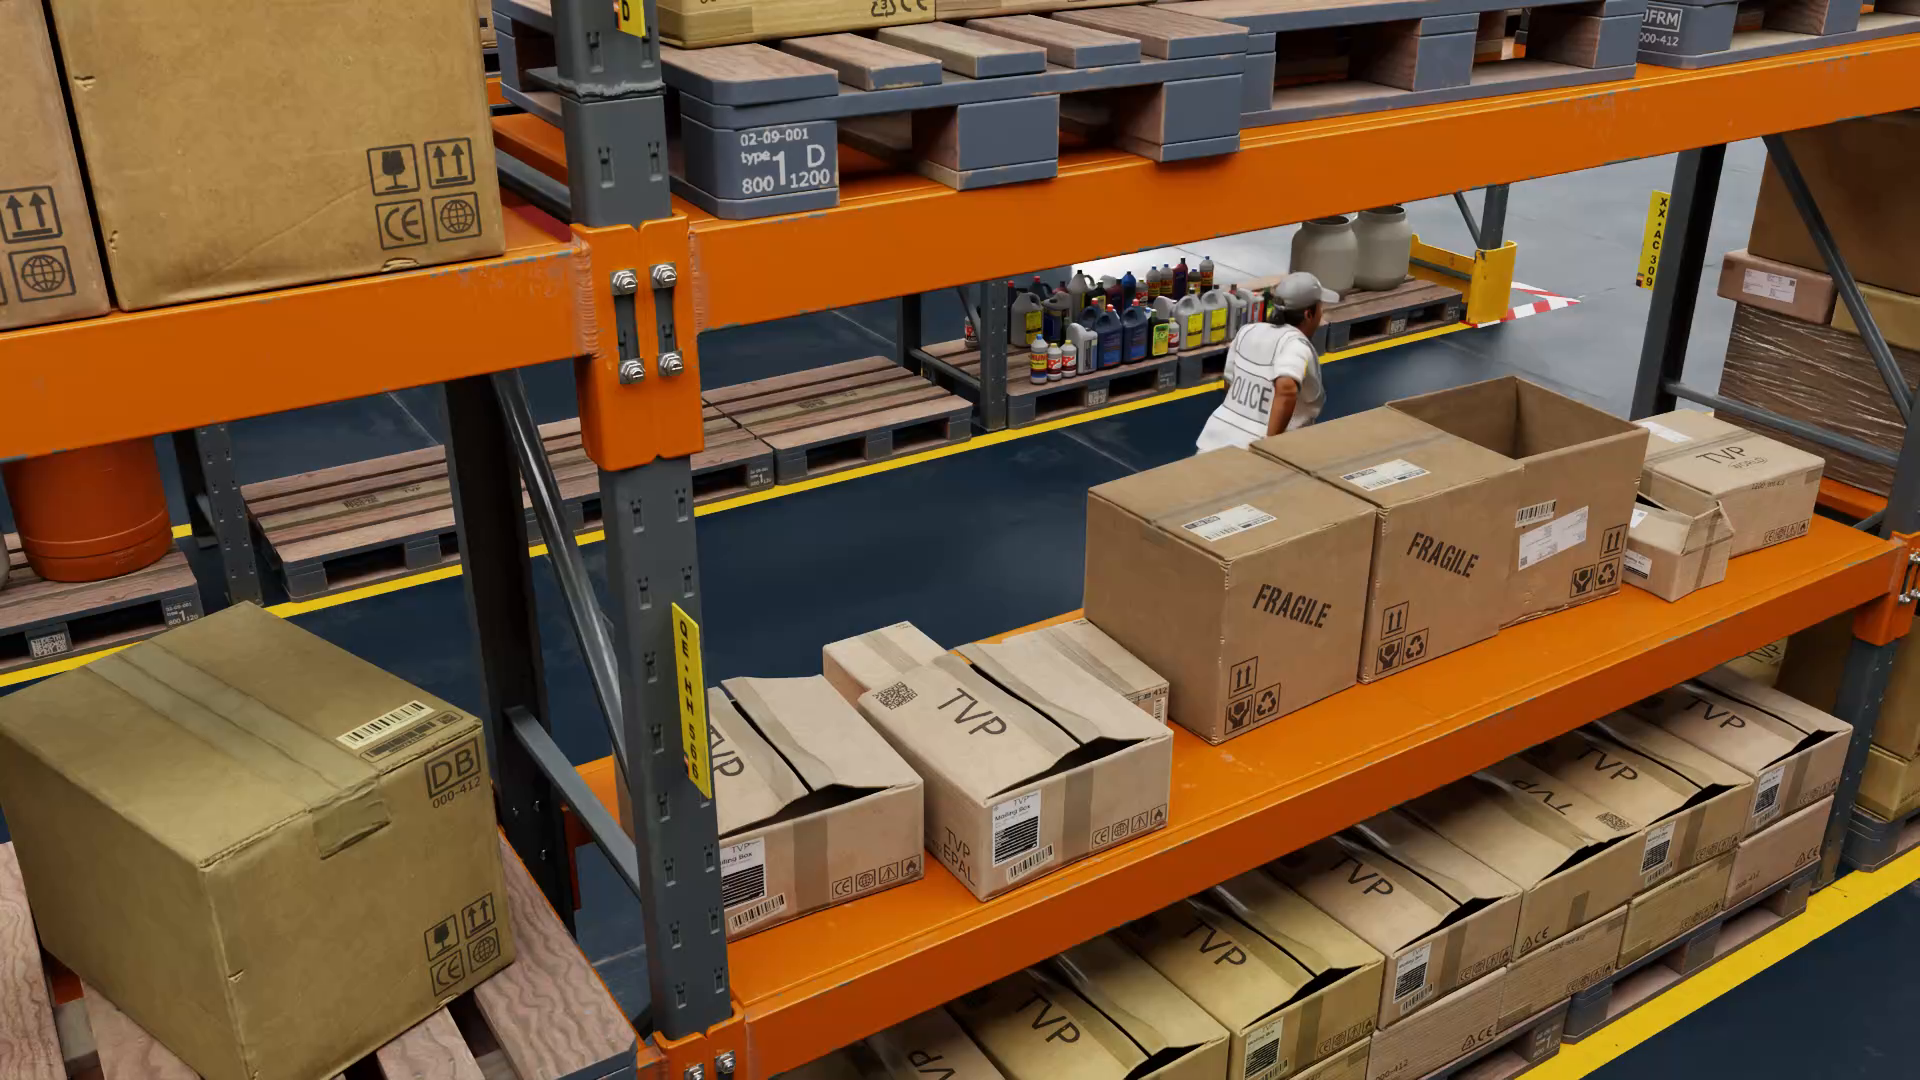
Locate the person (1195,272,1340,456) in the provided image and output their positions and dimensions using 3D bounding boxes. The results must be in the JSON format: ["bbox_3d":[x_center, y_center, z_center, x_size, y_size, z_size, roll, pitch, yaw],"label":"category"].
[{"bbox_3d":[1.208,-0.293,6.789,0.901,1.568,0.601,-18,31,-33],"label":"person"}]
